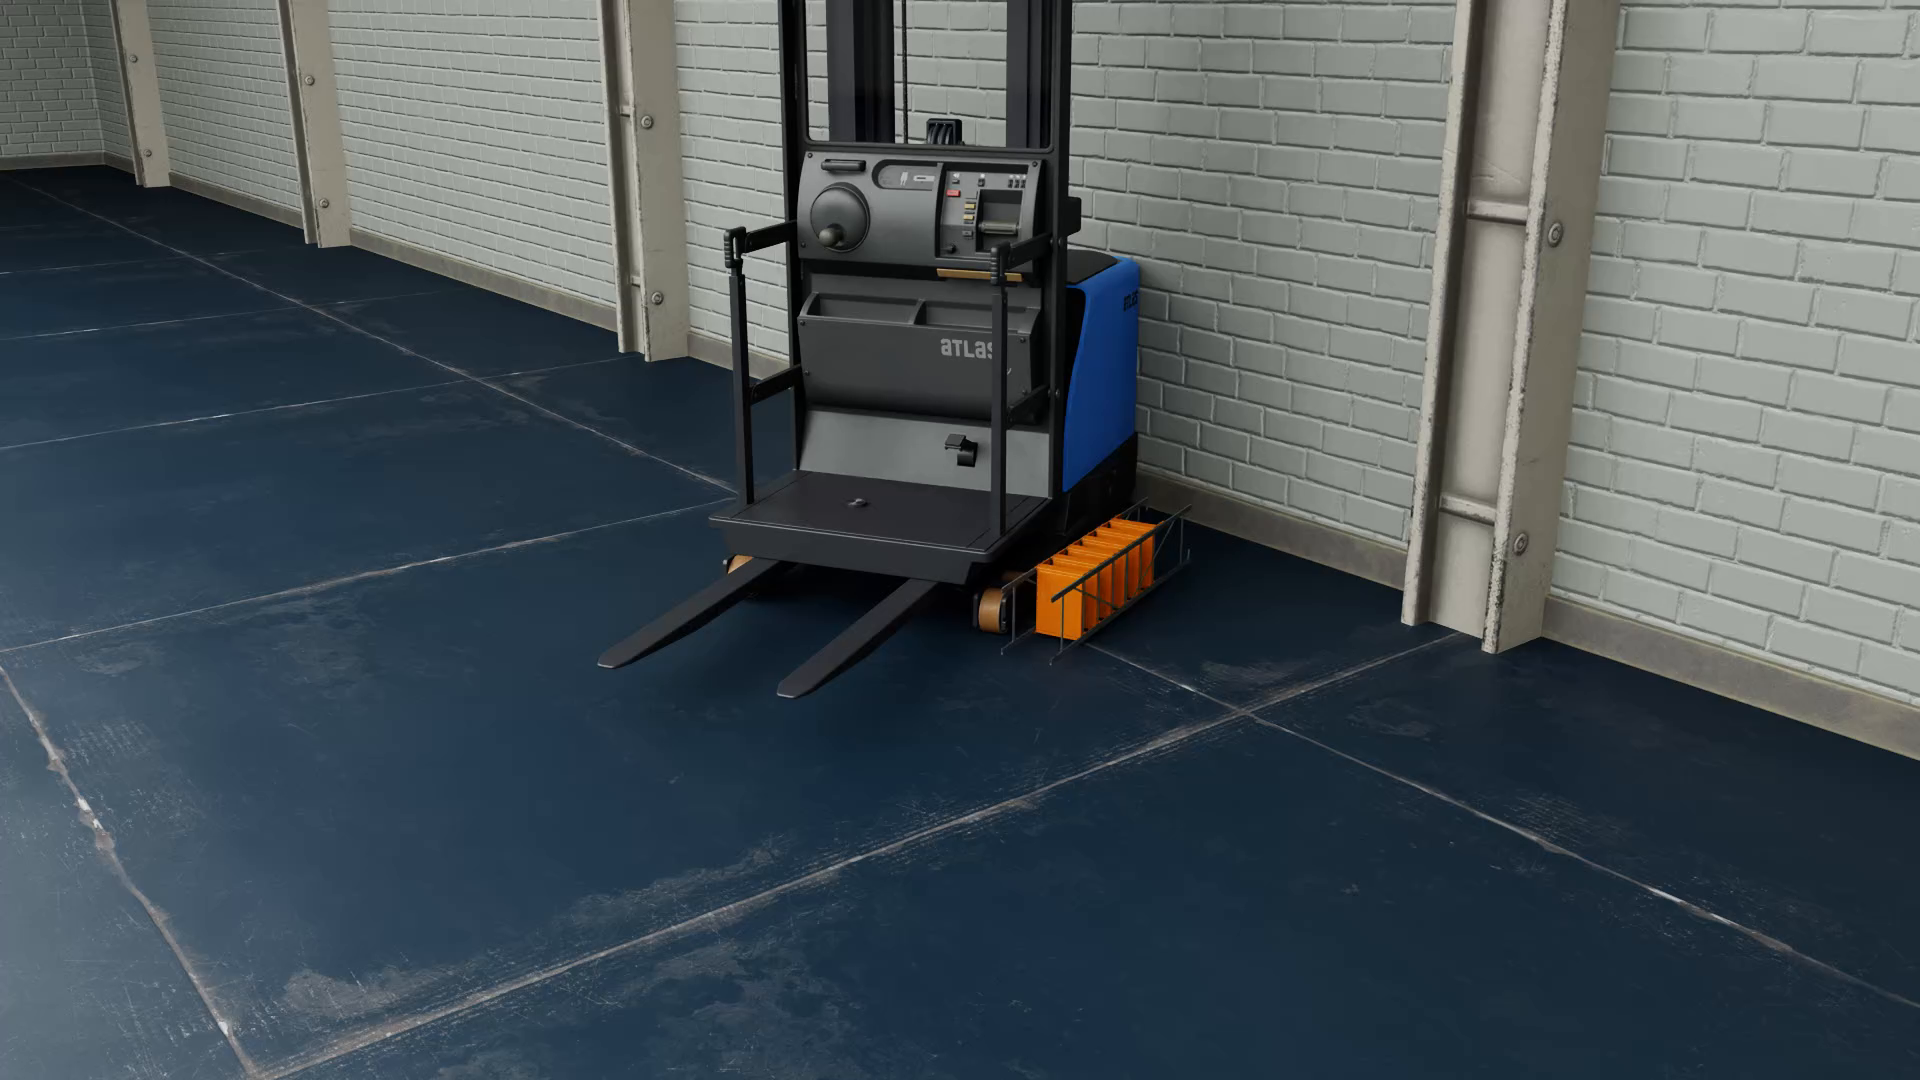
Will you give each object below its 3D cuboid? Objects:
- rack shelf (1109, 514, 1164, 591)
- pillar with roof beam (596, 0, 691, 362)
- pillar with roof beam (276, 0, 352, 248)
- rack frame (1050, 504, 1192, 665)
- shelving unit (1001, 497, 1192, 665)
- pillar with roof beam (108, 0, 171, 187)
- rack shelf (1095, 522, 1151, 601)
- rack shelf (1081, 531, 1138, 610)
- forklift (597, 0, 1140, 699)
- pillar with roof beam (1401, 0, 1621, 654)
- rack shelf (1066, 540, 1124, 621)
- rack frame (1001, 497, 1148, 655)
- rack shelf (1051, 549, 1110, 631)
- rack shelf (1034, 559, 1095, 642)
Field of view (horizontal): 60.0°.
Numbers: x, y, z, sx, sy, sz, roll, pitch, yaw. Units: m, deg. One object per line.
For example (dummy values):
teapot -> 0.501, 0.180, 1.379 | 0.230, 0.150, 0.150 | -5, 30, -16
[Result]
rack shelf -> 0.660, 0.046, 6.257 | 0.180, 0.258, 0.103 | 10, 21, 28
pillar with roof beam -> -5.275, -4.598, 6.434 | 9.100, 9.000, 0.400 | -14, 23, -36
pillar with roof beam -> -9.001, -6.077, 10.899 | 9.100, 9.000, 0.400 | -14, 23, -36
rack frame -> 0.598, 0.137, 5.979 | 0.006, 0.240, 1.200 | 10, 21, 28
shelving unit -> 0.519, 0.123, 6.022 | 0.189, 0.258, 1.200 | 10, 21, 28
pillar with roof beam -> -12.726, -7.555, 15.364 | 9.100, 9.000, 0.400 | -14, 23, -36
rack shelf -> 0.600, 0.078, 6.158 | 0.180, 0.258, 0.103 | 10, 21, 28
rack shelf -> 0.541, 0.111, 6.059 | 0.180, 0.258, 0.103 | 10, 21, 28
forklift -> -0.231, -1.207, 5.845 | 1.130, 2.935, 3.031 | 7, 20, 20
pillar with roof beam -> -1.550, -3.120, 1.969 | 9.100, 9.000, 0.400 | -14, 23, -36
rack shelf -> 0.481, 0.144, 5.960 | 0.180, 0.258, 0.103 | 10, 21, 28
rack frame -> 0.439, 0.109, 6.065 | 0.006, 0.240, 1.200 | 10, 21, 28
rack shelf -> 0.422, 0.177, 5.861 | 0.180, 0.258, 0.103 | 10, 21, 28
rack shelf -> 0.362, 0.209, 5.762 | 0.180, 0.258, 0.103 | 10, 21, 28
